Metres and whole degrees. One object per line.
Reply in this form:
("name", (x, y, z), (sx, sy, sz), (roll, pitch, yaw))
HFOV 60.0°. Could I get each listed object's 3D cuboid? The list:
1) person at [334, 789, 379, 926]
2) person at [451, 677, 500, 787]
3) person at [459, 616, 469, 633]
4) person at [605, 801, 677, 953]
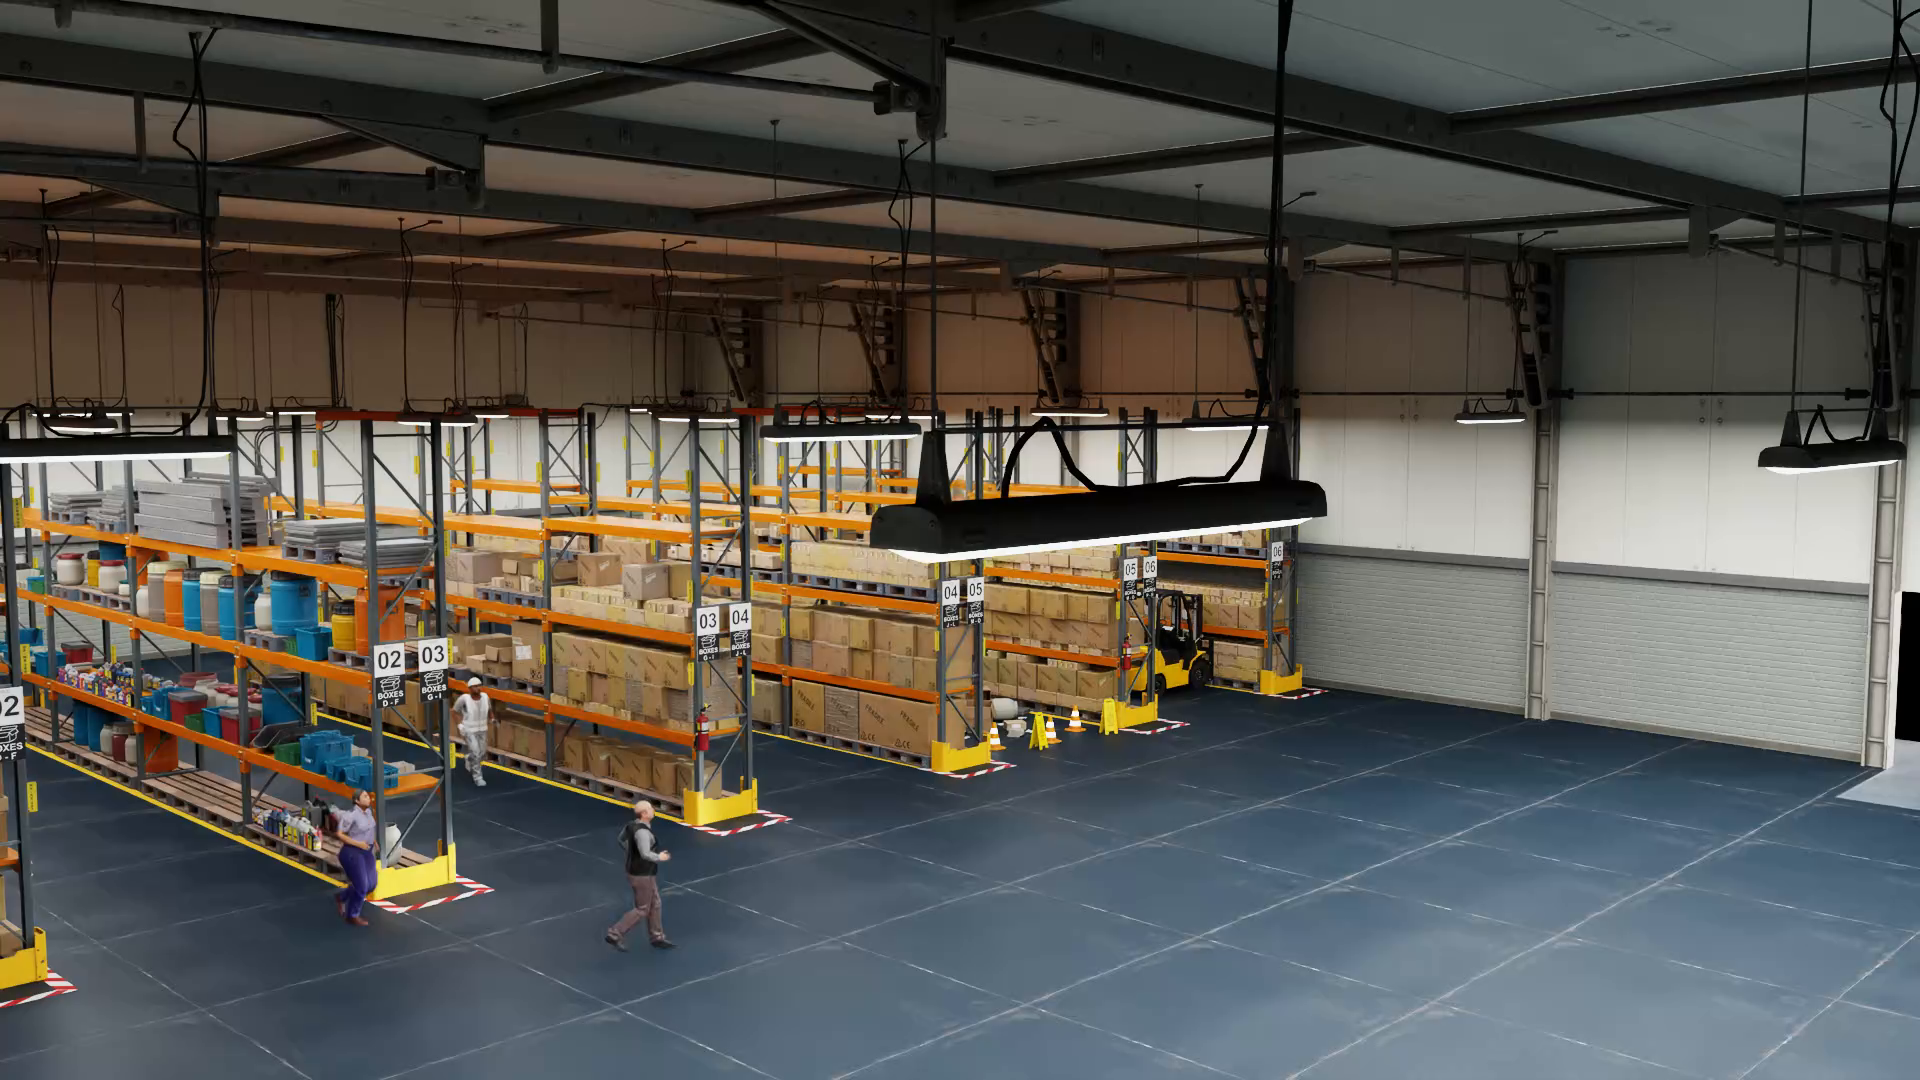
("person", (-7.245, 3.783, 19.977), (0.607, 1.598, 0.637), (1, 5, 16))
("person", (-7.899, 3.080, 26.958), (0.663, 1.746, 0.773), (-5, 7, -44))
("person", (-12.140, 1.946, 40.570), (0.976, 1.561, 0.734), (-1, 5, -6))
("person", (-3.617, 3.808, 18.784), (0.849, 1.742, 0.679), (-2, 5, -23))
